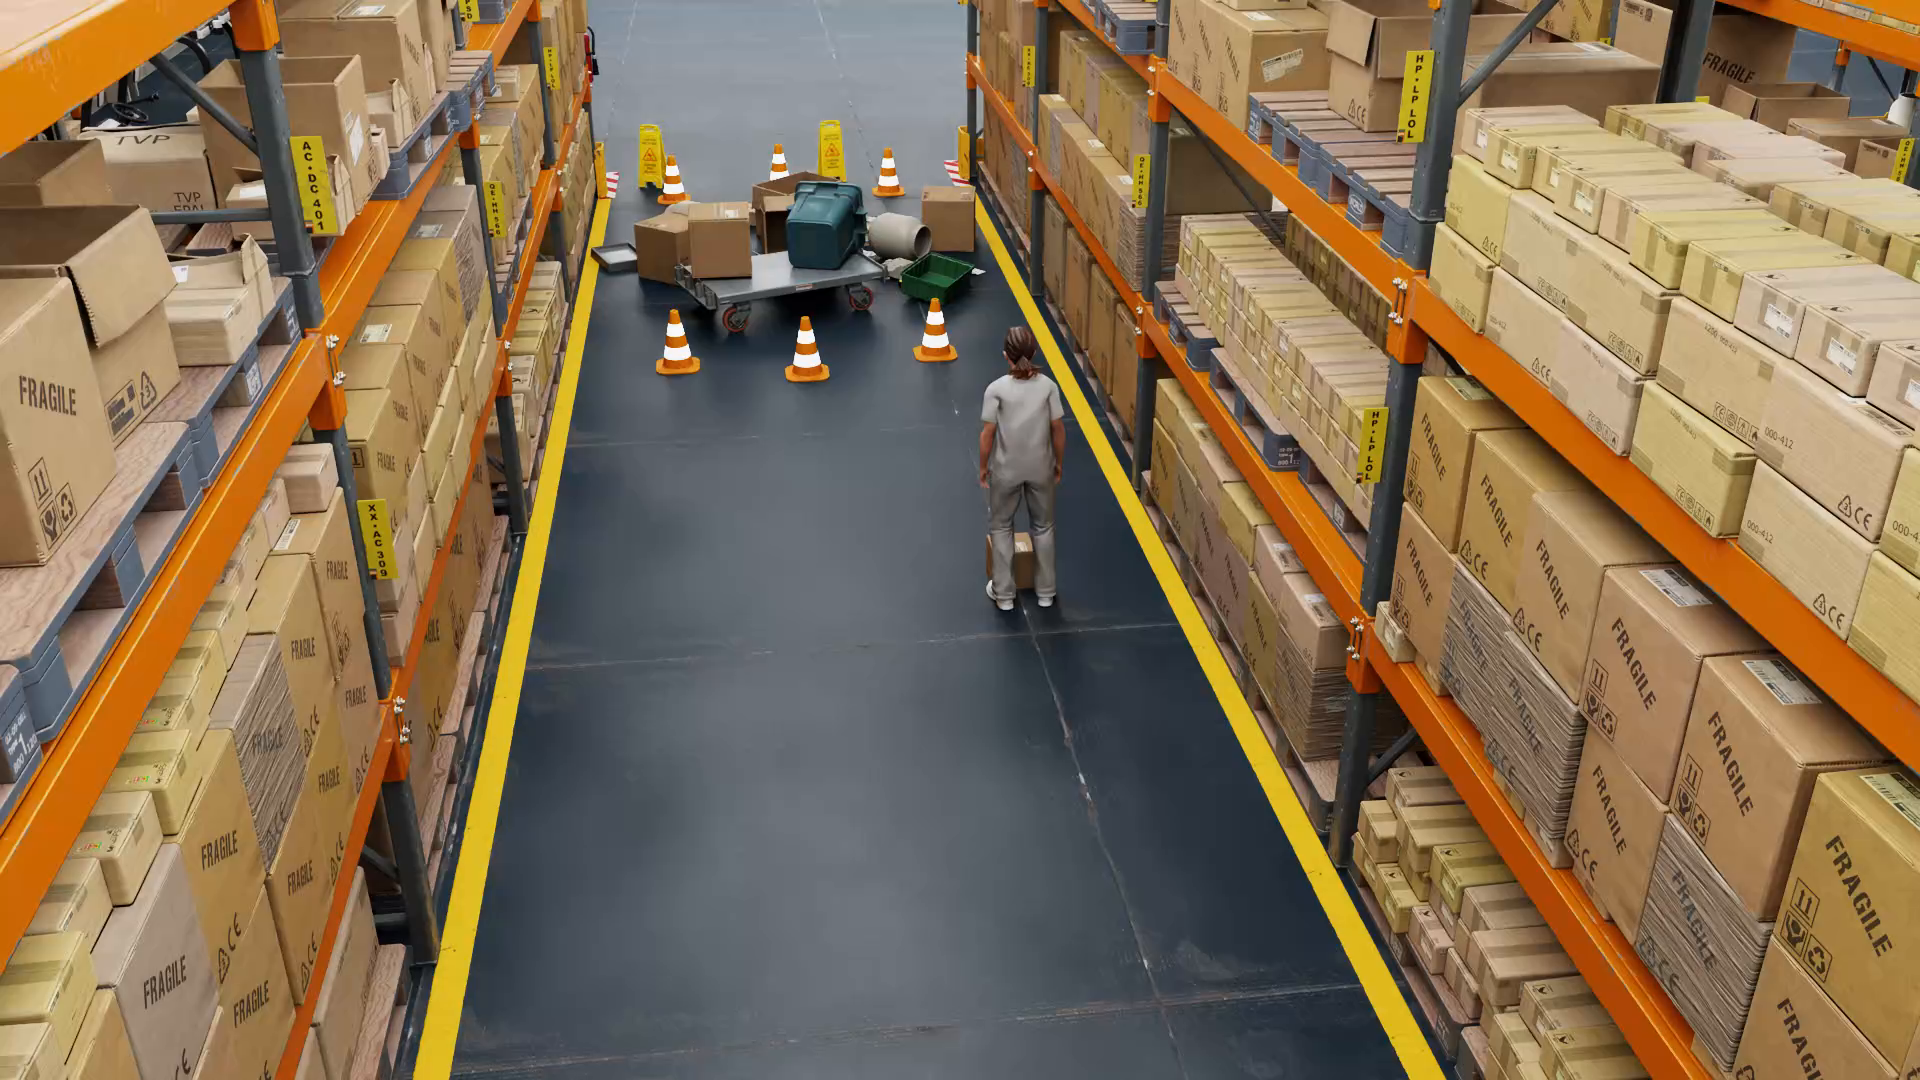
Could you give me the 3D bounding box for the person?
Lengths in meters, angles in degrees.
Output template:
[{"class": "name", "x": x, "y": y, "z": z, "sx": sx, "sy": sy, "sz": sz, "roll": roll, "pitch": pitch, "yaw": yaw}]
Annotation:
[{"class": "person", "x": 0.346, "y": -0.384, "z": 9.387, "sx": 0.486, "sy": 1.652, "sz": 0.357, "roll": -3, "pitch": 27, "yaw": -6}]
